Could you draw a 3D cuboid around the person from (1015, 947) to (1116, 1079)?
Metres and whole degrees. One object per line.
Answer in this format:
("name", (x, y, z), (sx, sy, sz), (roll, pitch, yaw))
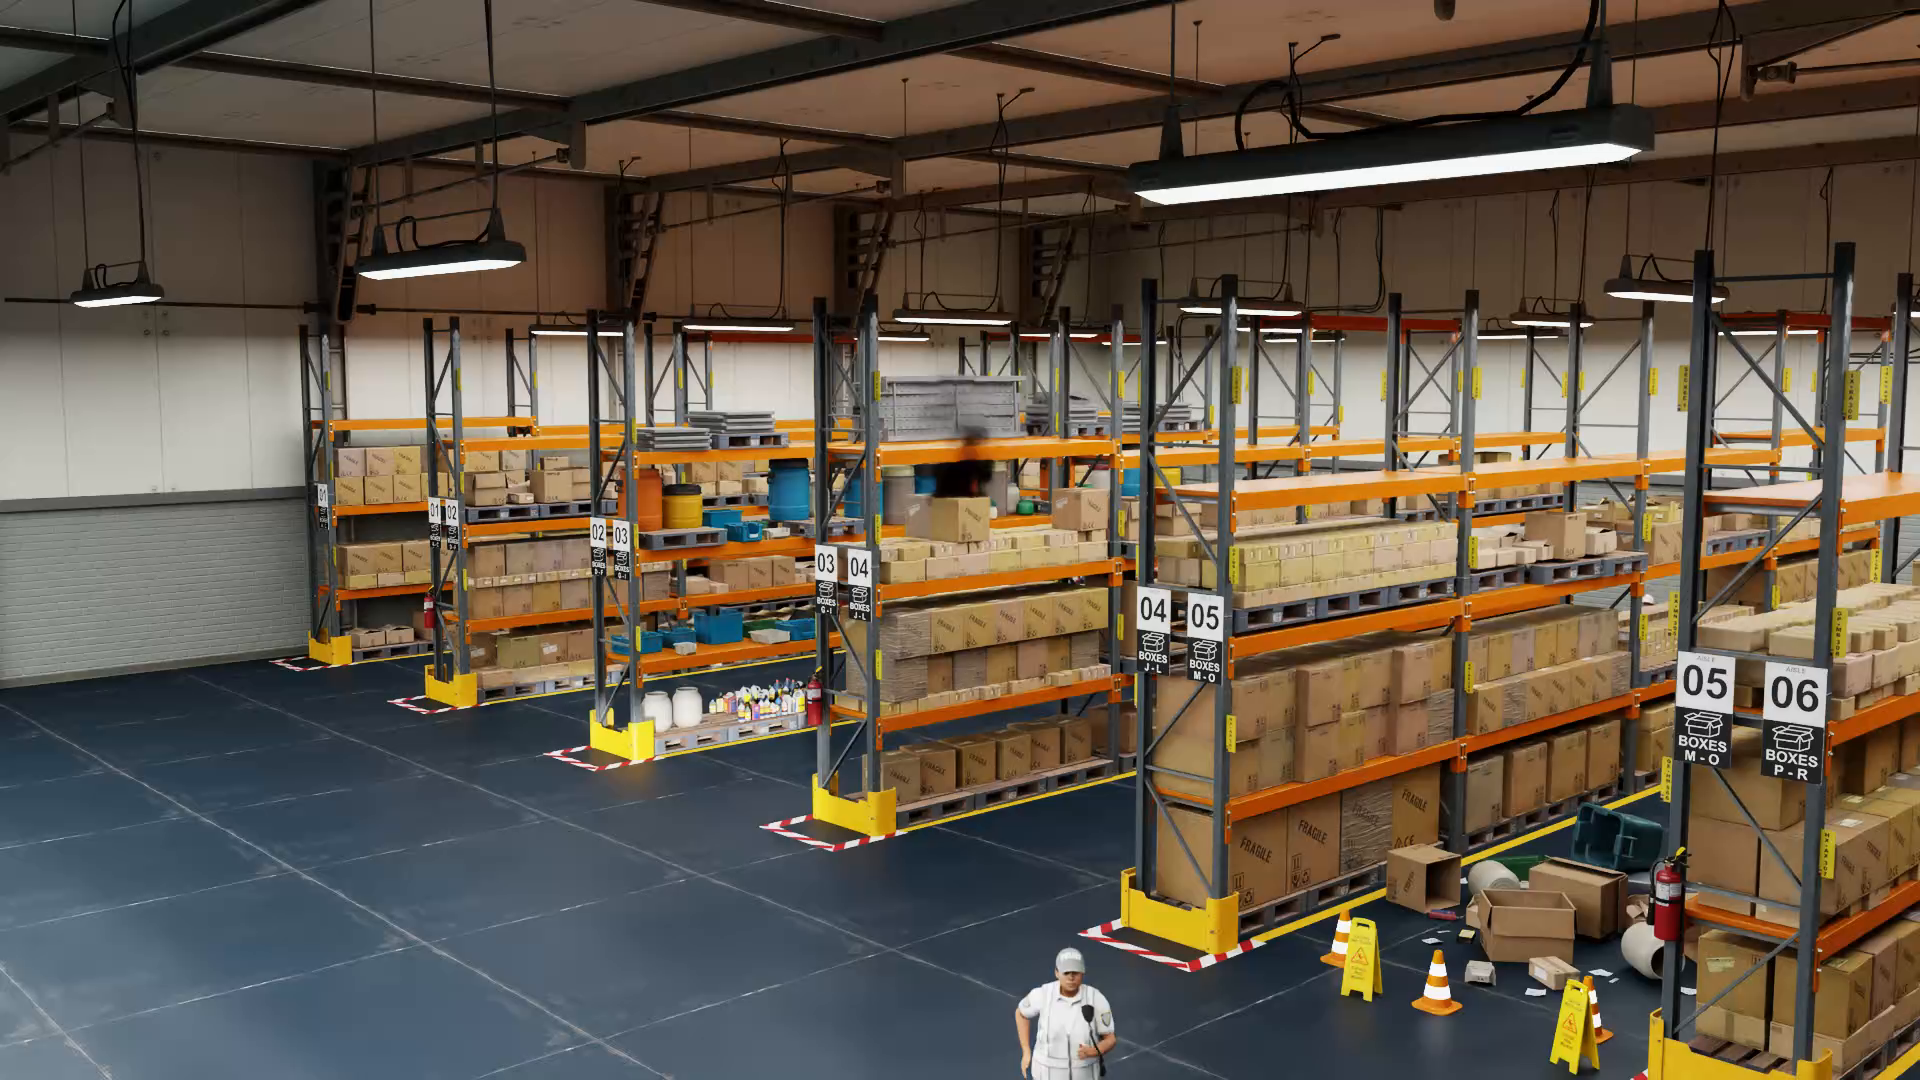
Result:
("person", (0.652, 3.327, 10.127), (0.576, 1.731, 0.725), (-1, 6, -6))

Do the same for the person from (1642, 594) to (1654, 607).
("person", (10.512, 1.711, 25.566), (0.773, 1.775, 0.623), (-5, 7, -38))

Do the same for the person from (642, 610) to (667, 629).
("person", (-5.574, 1.192, 30.380), (0.970, 1.773, 0.661), (-6, 8, -44))

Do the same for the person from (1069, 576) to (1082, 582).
("person", (2.133, 0.982, 32.844), (0.680, 1.757, 0.822), (4, 7, 37))
